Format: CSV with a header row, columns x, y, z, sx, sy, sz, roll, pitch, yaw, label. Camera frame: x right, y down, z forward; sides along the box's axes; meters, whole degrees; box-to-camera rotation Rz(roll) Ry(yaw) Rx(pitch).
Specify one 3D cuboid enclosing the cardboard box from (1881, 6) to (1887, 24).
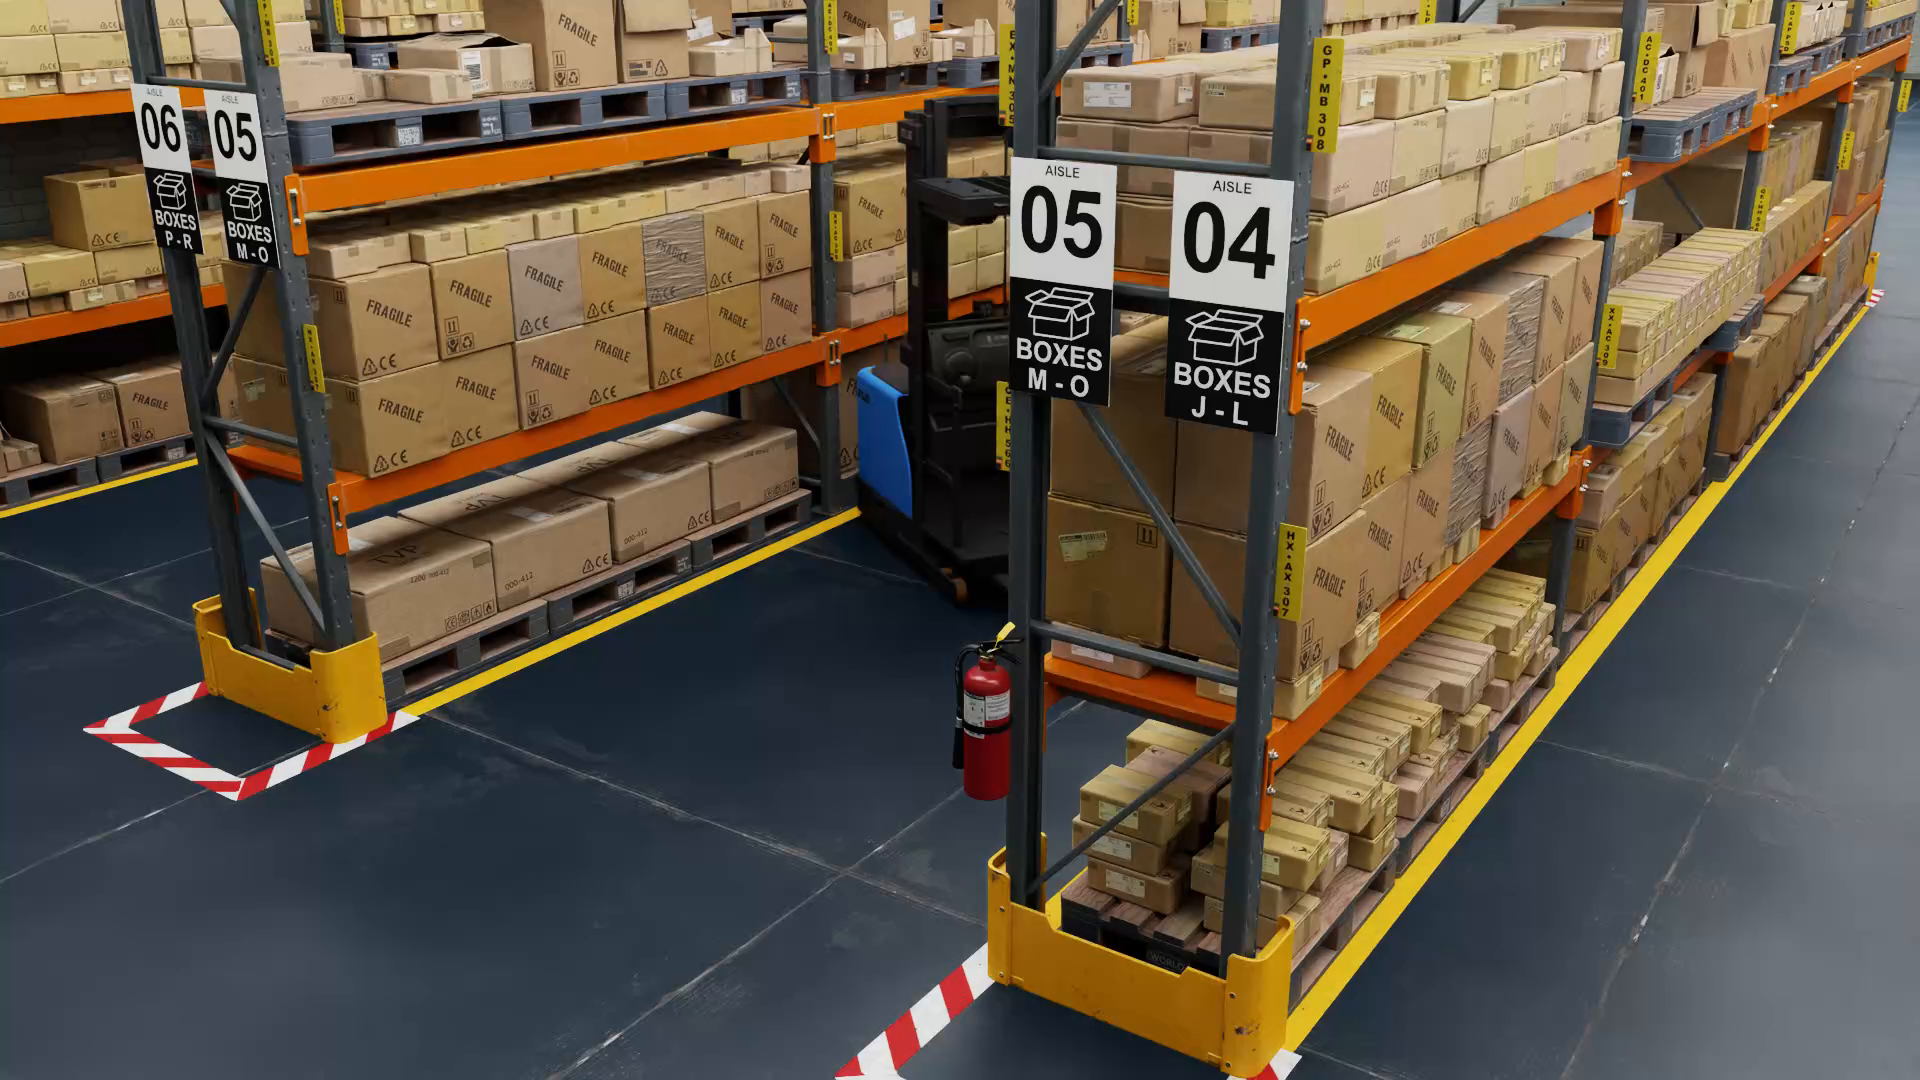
x,y,z,sx,sy,sz,roll,pitch,yaw,label
8.279,-4.825,15.275,0.380,0.149,0.250,13,24,31,cardboard box

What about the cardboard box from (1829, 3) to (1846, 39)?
x,y,z,sx,sy,sz,roll,pitch,yaw,label
6.854,-4.220,13.492,0.500,0.250,0.500,13,24,31,cardboard box

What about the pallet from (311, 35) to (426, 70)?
x,y,z,sx,sy,sz,roll,pitch,yaw,label
-4.964,-4.136,14.071,1.213,0.211,1.003,13,24,32,pallet

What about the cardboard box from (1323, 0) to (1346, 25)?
x,y,z,sx,sy,sz,roll,pitch,yaw,label
3.690,-5.522,17.332,0.500,0.250,0.500,13,24,31,cardboard box

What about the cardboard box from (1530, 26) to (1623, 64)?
x,y,z,sx,sy,sz,roll,pitch,yaw,label
2.920,-2.356,7.907,0.380,0.149,0.250,12,23,29,cardboard box

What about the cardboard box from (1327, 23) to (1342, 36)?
x,y,z,sx,sy,sz,roll,pitch,yaw,label
3.789,-5.367,17.489,0.380,0.149,0.250,13,24,32,cardboard box

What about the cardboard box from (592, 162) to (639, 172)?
x,y,z,sx,sy,sz,roll,pitch,yaw,label
-3.465,-3.553,16.157,0.500,0.250,0.500,12,23,29,cardboard box

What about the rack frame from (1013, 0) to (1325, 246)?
x,y,z,sx,sy,sz,roll,pitch,yaw,label
0.621,-2.407,4.801,1.000,3.000,0.127,13,24,32,rack frame

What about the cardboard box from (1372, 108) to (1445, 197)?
x,y,z,sx,sy,sz,roll,pitch,yaw,label
1.375,-1.390,5.870,0.500,0.250,0.500,13,24,31,cardboard box

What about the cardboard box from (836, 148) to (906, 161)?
x,y,z,sx,sy,sz,roll,pitch,yaw,label
-0.652,-2.662,12.552,0.500,0.500,0.500,14,25,33,cardboard box

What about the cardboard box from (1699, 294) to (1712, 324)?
x,y,z,sx,sy,sz,roll,pitch,yaw,label
4.349,-1.432,10.141,0.380,0.149,0.250,13,24,31,cardboard box

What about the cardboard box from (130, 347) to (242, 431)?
x,y,z,sx,sy,sz,roll,pitch,yaw,label
-6.119,-1.214,13.221,0.700,0.500,0.500,12,24,30,cardboard box

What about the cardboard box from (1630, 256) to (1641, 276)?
x,y,z,sx,sy,sz,roll,pitch,yaw,label
4.382,-1.852,11.277,0.380,0.149,0.250,12,24,30,cardboard box

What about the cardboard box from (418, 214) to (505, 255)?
x,y,z,sx,sy,sz,roll,pitch,yaw,label
-2.639,-1.618,8.795,0.380,0.149,0.250,12,24,30,cardboard box

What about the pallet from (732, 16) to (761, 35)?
x,y,z,sx,sy,sz,roll,pitch,yaw,label
-2.833,-5.322,17.279,1.213,0.211,1.003,15,25,34,pallet

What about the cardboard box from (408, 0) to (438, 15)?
x,y,z,sx,sy,sz,roll,pitch,yaw,label
-4.589,-4.472,13.891,0.380,0.149,0.250,13,24,31,cardboard box

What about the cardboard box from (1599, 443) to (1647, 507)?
x,y,z,sx,sy,sz,roll,pitch,yaw,label
3.800,-0.431,10.024,0.500,0.250,0.500,14,25,33,cardboard box

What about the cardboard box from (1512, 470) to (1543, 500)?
x,y,z,sx,sy,sz,roll,pitch,yaw,label
2.648,-0.335,8.210,0.380,0.149,0.250,14,25,34,cardboard box

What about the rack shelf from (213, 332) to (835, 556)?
x,y,z,sx,sy,sz,roll,pitch,yaw,label
-2.406,-0.766,10.050,1.077,0.370,4.000,13,24,32,rack shelf

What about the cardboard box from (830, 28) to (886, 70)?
x,y,z,sx,sy,sz,roll,pitch,yaw,label
-0.711,-3.293,11.110,0.396,0.266,0.258,13,24,31,cardboard box

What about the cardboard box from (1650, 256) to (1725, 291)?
x,y,z,sx,sy,sz,roll,pitch,yaw,label
4.493,-1.646,10.291,0.380,0.149,0.250,15,25,34,cardboard box

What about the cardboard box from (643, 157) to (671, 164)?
x,y,z,sx,sy,sz,roll,pitch,yaw,label
-3.117,-4.139,17.627,0.500,0.250,0.500,14,24,33,cardboard box

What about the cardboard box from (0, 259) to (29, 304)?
x,y,z,sx,sy,sz,roll,pitch,yaw,label
-6.876,-1.788,11.563,0.500,0.250,0.500,14,24,32,cardboard box

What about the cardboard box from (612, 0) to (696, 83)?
x,y,z,sx,sy,sz,roll,pitch,yaw,label
-2.013,-2.983,9.785,0.797,0.503,0.637,16,25,36,cardboard box

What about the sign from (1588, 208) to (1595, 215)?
x,y,z,sx,sy,sz,roll,pitch,yaw,label
4.657,-2.539,12.137,0.100,0.325,0.005,13,24,32,sign

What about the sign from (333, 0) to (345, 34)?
x,y,z,sx,sy,sz,roll,pitch,yaw,label
-4.936,-4.190,13.200,0.100,0.325,0.005,13,24,32,sign

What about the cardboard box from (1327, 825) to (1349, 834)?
x,y,z,sx,sy,sz,roll,pitch,yaw,label
1.393,1.152,6.902,0.380,0.149,0.250,14,24,33,cardboard box

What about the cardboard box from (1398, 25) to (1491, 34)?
x,y,z,sx,sy,sz,roll,pitch,yaw,label
2.325,-2.391,8.003,0.380,0.149,0.250,12,24,30,cardboard box

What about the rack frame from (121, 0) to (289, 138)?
x,y,z,sx,sy,sz,roll,pitch,yaw,label
-3.530,-3.343,7.333,1.000,3.000,0.127,13,24,32,rack frame

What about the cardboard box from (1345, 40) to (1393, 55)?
x,y,z,sx,sy,sz,roll,pitch,yaw,label
1.591,-2.017,6.992,0.380,0.149,0.250,12,24,30,cardboard box

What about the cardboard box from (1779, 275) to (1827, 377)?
x,y,z,sx,sy,sz,roll,pitch,yaw,label
7.092,-1.983,14.939,1.050,0.750,0.750,13,24,32,cardboard box

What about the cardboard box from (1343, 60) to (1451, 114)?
x,y,z,sx,sy,sz,roll,pitch,yaw,label
1.499,-1.603,5.871,0.380,0.149,0.250,14,24,33,cardboard box

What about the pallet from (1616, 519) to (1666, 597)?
x,y,z,sx,sy,sz,roll,pitch,yaw,label
3.991,-0.008,10.983,1.003,0.211,1.213,13,24,32,pallet

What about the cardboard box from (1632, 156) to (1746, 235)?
x,y,z,sx,sy,sz,roll,pitch,yaw,label
5.378,-2.531,12.200,0.700,0.500,0.500,13,24,32,cardboard box

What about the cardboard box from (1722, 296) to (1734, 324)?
x,y,z,sx,sy,sz,roll,pitch,yaw,label
4.792,-1.521,10.810,0.380,0.149,0.250,13,24,31,cardboard box

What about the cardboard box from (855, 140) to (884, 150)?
x,y,z,sx,sy,sz,roll,pitch,yaw,label
-1.236,-4.528,19.400,0.500,0.250,0.500,13,24,32,cardboard box

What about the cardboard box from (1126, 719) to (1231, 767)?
x,y,z,sx,sy,sz,roll,pitch,yaw,label
0.938,0.906,7.137,0.380,0.149,0.250,13,24,31,cardboard box

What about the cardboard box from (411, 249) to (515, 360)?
x,y,z,sx,sy,sz,roll,pitch,yaw,label
-2.740,-1.277,8.809,0.500,0.500,0.500,13,24,30,cardboard box

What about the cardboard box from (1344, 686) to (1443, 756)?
x,y,z,sx,sy,sz,roll,pitch,yaw,label
1.920,0.802,7.419,0.380,0.149,0.250,14,24,33,cardboard box

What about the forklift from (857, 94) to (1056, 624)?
x,y,z,sx,sy,sz,roll,pitch,yaw,label
0.329,-1.146,10.140,1.130,2.935,3.031,-9,22,-22,forklift

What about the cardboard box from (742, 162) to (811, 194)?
x,y,z,sx,sy,sz,roll,pitch,yaw,label
-1.191,-2.347,10.766,0.380,0.149,0.250,13,24,31,cardboard box

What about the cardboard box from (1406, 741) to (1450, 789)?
x,y,z,sx,sy,sz,roll,pitch,yaw,label
2.038,1.012,7.708,0.380,0.149,0.250,13,24,32,cardboard box

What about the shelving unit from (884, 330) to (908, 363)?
x,y,z,sx,sy,sz,roll,pitch,yaw,label
-0.375,-0.877,11.892,0.258,1.200,0.189,17,25,42,shelving unit

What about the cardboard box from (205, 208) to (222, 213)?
x,y,z,sx,sy,sz,roll,pitch,yaw,label
-5.890,-2.624,13.823,0.500,0.250,0.500,13,24,31,cardboard box

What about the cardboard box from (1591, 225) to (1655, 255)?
x,y,z,sx,sy,sz,roll,pitch,yaw,label
4.549,-2.074,11.449,0.380,0.149,0.250,13,24,30,cardboard box

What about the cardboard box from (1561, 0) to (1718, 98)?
x,y,z,sx,sy,sz,roll,pitch,yaw,label
3.846,-2.811,9.462,0.797,0.503,0.637,13,24,31,cardboard box

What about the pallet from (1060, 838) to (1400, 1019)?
x,y,z,sx,sy,sz,roll,pitch,yaw,label
1.149,1.466,6.996,1.003,0.211,1.213,13,24,32,pallet

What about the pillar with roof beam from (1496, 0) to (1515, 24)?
x,y,z,sx,sy,sz,roll,pitch,yaw,label
17.272,-14.924,38.639,9.100,9.000,0.400,13,24,32,pillar with roof beam

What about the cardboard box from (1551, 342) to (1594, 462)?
x,y,z,sx,sy,sz,roll,pitch,yaw,label
2.831,-0.734,8.352,0.500,0.500,0.500,13,24,32,cardboard box

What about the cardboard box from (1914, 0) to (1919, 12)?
x,y,z,sx,sy,sz,roll,pitch,yaw,label
9.708,-5.555,17.249,0.380,0.149,0.250,13,24,32,cardboard box

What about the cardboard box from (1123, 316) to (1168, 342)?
x,y,z,sx,sy,sz,roll,pitch,yaw,label
0.957,-0.574,6.479,0.500,0.500,0.500,12,24,30,cardboard box

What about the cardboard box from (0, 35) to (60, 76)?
x,y,z,sx,sy,sz,roll,pitch,yaw,label
-6.595,-3.341,11.437,0.500,0.250,0.500,12,24,30,cardboard box

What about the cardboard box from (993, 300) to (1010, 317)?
x,y,z,sx,sy,sz,roll,pitch,yaw,label
0.005,-1.588,13.693,0.875,0.875,0.875,14,24,32,cardboard box

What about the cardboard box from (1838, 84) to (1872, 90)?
x,y,z,sx,sy,sz,roll,pitch,yaw,label
8.714,-4.352,16.934,0.875,0.550,0.550,13,24,32,cardboard box

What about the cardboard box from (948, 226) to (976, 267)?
x,y,z,sx,sy,sz,roll,pitch,yaw,label
-0.225,-2.207,12.405,0.500,0.250,0.500,14,24,32,cardboard box

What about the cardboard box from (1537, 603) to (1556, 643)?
x,y,z,sx,sy,sz,roll,pitch,yaw,label
2.955,0.412,8.903,0.380,0.149,0.250,14,24,33,cardboard box

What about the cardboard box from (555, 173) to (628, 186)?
x,y,z,sx,sy,sz,roll,pitch,yaw,label
-2.277,-2.169,10.286,0.380,0.149,0.250,12,24,30,cardboard box

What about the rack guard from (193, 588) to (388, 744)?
x,y,z,sx,sy,sz,roll,pitch,yaw,label
-3.543,0.650,8.788,1.175,0.500,0.348,13,24,32,rack guard
